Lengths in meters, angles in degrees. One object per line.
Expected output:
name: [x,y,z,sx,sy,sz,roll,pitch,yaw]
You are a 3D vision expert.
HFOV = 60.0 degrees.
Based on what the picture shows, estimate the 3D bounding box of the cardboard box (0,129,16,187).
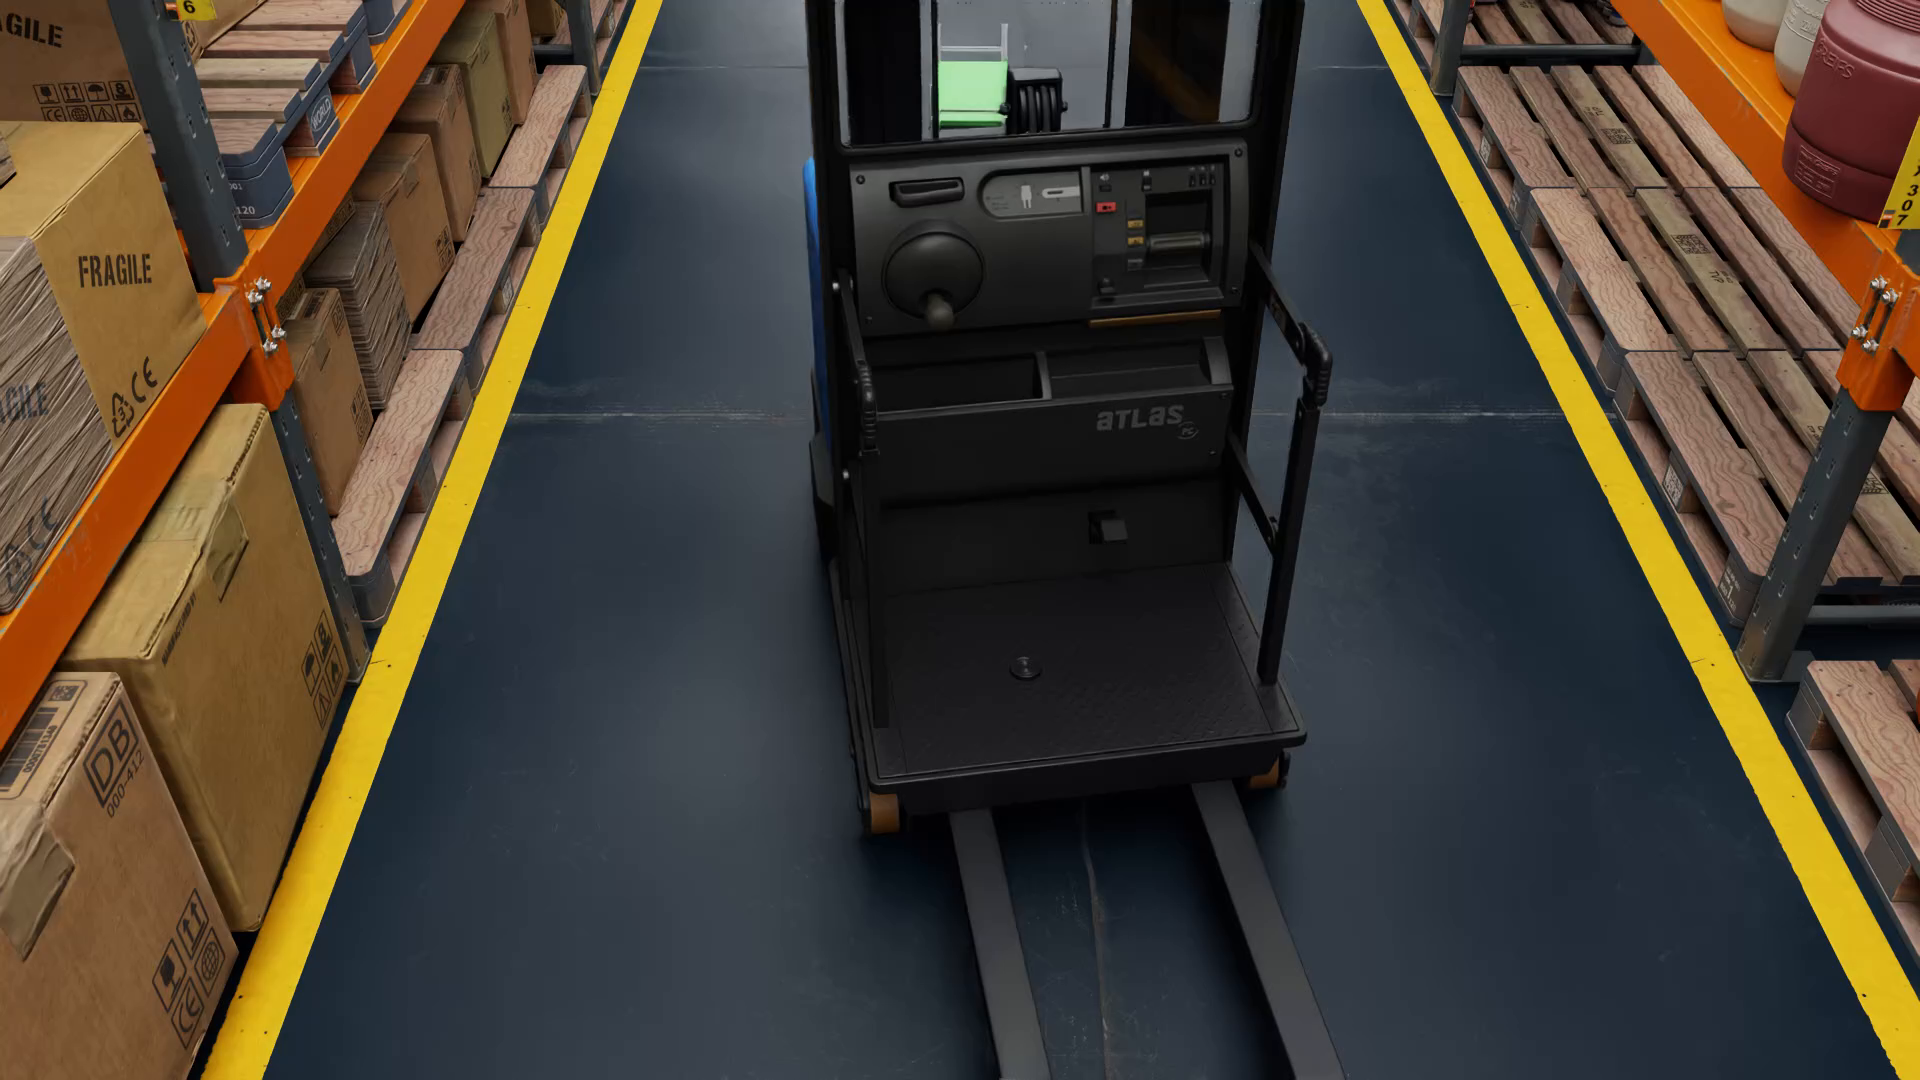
cardboard box: [-2.222,-0.767,2.926,0.797,0.503,0.637,1,39,1]

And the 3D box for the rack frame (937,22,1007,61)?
rack frame: [0.034,-1.222,5.815,0.240,1.200,0.015,1,39,1]

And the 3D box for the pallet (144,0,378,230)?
pallet: [-2.314,-1.164,4.458,1.213,0.211,1.003,0,39,0]

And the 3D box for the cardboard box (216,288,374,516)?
cardboard box: [-2.228,-0.409,5.009,0.700,0.500,0.500,-2,39,-2]

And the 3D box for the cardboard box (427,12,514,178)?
cardboard box: [-2.251,-1.809,6.756,0.700,0.500,0.500,0,39,0]

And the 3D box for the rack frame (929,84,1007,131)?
rack frame: [0.027,-0.917,5.435,0.240,1.200,0.015,1,39,1]

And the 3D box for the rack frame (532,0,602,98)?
rack frame: [-2.211,-3.295,6.963,1.000,3.000,0.127,0,39,0]

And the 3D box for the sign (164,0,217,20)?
sign: [-1.652,-1.248,3.483,0.100,0.325,0.005,0,39,0]

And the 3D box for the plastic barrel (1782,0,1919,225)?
plastic barrel: [2.443,-1.140,4.165,0.600,0.536,0.708,0,39,0]

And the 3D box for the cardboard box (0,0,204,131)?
cardboard box: [-2.247,-1.334,4.100,0.500,0.500,0.500,-5,39,-6]

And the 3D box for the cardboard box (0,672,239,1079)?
cardboard box: [-2.234,0.861,3.141,1.225,0.875,0.875,0,39,0]

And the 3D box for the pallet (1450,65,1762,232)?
pallet: [2.781,-1.719,7.227,1.003,0.211,1.213,0,39,0]

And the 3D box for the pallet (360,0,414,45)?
pallet: [-2.250,-1.957,5.446,1.003,0.211,1.213,0,39,0]

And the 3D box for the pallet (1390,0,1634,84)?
pallet: [2.782,-2.631,8.364,1.003,0.211,1.213,0,39,0]

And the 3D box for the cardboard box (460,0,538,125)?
cardboard box: [-2.232,-2.107,7.128,0.700,0.500,0.500,-3,39,-4]

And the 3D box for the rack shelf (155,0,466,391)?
rack shelf: [-2.209,-1.764,5.627,1.077,0.370,4.000,0,39,0]

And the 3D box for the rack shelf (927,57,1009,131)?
rack shelf: [0.031,-1.394,5.365,0.258,0.148,0.480,1,39,1]

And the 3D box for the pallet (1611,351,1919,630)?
pallet: [2.784,-0.194,5.323,1.003,0.211,1.213,0,39,0]

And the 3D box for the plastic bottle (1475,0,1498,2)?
plastic bottle: [2.597,-2.839,8.161,0.144,0.351,0.185,0,39,0]

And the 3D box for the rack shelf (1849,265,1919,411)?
rack shelf: [2.748,0.734,2.510,1.077,0.370,4.000,0,39,0]

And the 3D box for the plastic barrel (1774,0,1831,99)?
plastic barrel: [2.531,-1.484,4.614,0.421,0.512,0.421,0,39,0]

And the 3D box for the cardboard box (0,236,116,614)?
cardboard box: [-1.964,-0.212,3.037,0.500,0.500,0.500,0,39,0]

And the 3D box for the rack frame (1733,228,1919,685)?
rack frame: [2.746,-0.797,3.846,1.000,3.000,0.127,0,39,0]

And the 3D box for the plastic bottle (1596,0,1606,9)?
plastic bottle: [3.179,-2.705,8.113,0.097,0.201,0.097,0,39,0]

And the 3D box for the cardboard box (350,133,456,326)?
cardboard box: [-2.249,-1.110,5.884,0.700,0.500,0.500,3,39,4]

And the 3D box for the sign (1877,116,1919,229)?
sign: [2.196,-0.856,3.789,0.100,0.325,0.005,0,39,0]

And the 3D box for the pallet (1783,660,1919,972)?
pallet: [2.789,0.784,4.103,1.003,0.211,1.213,0,39,0]

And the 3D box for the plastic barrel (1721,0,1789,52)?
plastic barrel: [2.531,-1.747,4.942,0.421,0.512,0.421,0,39,0]

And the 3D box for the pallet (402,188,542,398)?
pallet: [-2.205,-0.955,6.273,1.003,0.211,1.213,0,39,0]

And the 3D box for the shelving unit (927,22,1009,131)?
shelving unit: [0.031,-1.069,5.625,0.258,1.200,0.503,1,39,1]

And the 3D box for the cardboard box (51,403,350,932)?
cardboard box: [-2.227,0.303,3.836,1.225,0.875,0.875,-2,39,-2]

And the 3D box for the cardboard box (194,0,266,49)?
cardboard box: [-2.348,-1.683,4.536,0.700,0.500,0.500,5,39,7]

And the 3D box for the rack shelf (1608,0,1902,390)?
rack shelf: [2.744,-1.767,5.632,1.077,0.370,4.000,0,39,0]

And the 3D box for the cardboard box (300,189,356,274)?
cardboard box: [-2.248,-1.033,5.188,0.500,0.250,0.500,4,39,5]

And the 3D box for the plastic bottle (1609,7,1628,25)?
plastic bottle: [3.180,-2.605,7.932,0.097,0.271,0.097,0,39,0]

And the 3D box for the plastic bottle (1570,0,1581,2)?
plastic bottle: [3.045,-2.812,8.180,0.061,0.283,0.133,0,39,0]

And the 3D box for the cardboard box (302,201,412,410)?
cardboard box: [-2.241,-0.756,5.441,0.700,0.500,0.500,-3,39,-4]

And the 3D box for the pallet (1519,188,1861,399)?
pallet: [2.786,-0.955,6.272,1.003,0.211,1.213,0,39,0]

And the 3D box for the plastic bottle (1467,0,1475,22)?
plastic bottle: [2.429,-2.605,7.988,0.097,0.201,0.097,0,39,0]

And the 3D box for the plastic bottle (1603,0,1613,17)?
plastic bottle: [3.179,-2.641,8.033,0.097,0.201,0.097,0,39,0]

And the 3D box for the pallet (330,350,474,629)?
pallet: [-2.206,-0.194,5.324,1.003,0.211,1.213,0,39,0]

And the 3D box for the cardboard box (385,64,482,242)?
cardboard box: [-2.249,-1.459,6.319,0.700,0.500,0.500,-3,39,-4]

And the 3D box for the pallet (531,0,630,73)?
pallet: [-2.248,-2.627,8.359,1.003,0.211,1.213,0,39,0]

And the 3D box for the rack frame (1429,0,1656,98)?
rack frame: [2.742,-3.299,6.968,1.000,3.000,0.127,0,39,0]

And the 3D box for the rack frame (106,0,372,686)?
rack frame: [-2.207,-0.794,3.842,1.000,3.000,0.127,0,39,0]

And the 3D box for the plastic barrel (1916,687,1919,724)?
plastic barrel: [2.764,0.192,4.012,0.600,0.830,0.708,0,39,0]

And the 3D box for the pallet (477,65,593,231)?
pallet: [-2.209,-1.720,7.228,1.003,0.211,1.213,0,39,0]

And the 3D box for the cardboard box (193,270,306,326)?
cardboard box: [-2.238,-0.702,4.774,0.500,0.250,0.500,1,39,2]

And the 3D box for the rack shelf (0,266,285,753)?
rack shelf: [-2.205,0.738,2.506,1.077,0.370,4.000,0,39,0]

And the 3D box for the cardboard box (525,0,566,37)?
cardboard box: [-2.172,-2.734,7.926,0.500,0.500,0.500,-1,39,-1]

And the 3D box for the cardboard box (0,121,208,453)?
cardboard box: [-1.958,-0.524,3.426,0.500,0.500,0.500,1,39,1]

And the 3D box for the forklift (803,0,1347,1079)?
forklift: [0.250,-0.628,3.690,1.130,2.935,3.031,-6,39,-7]
